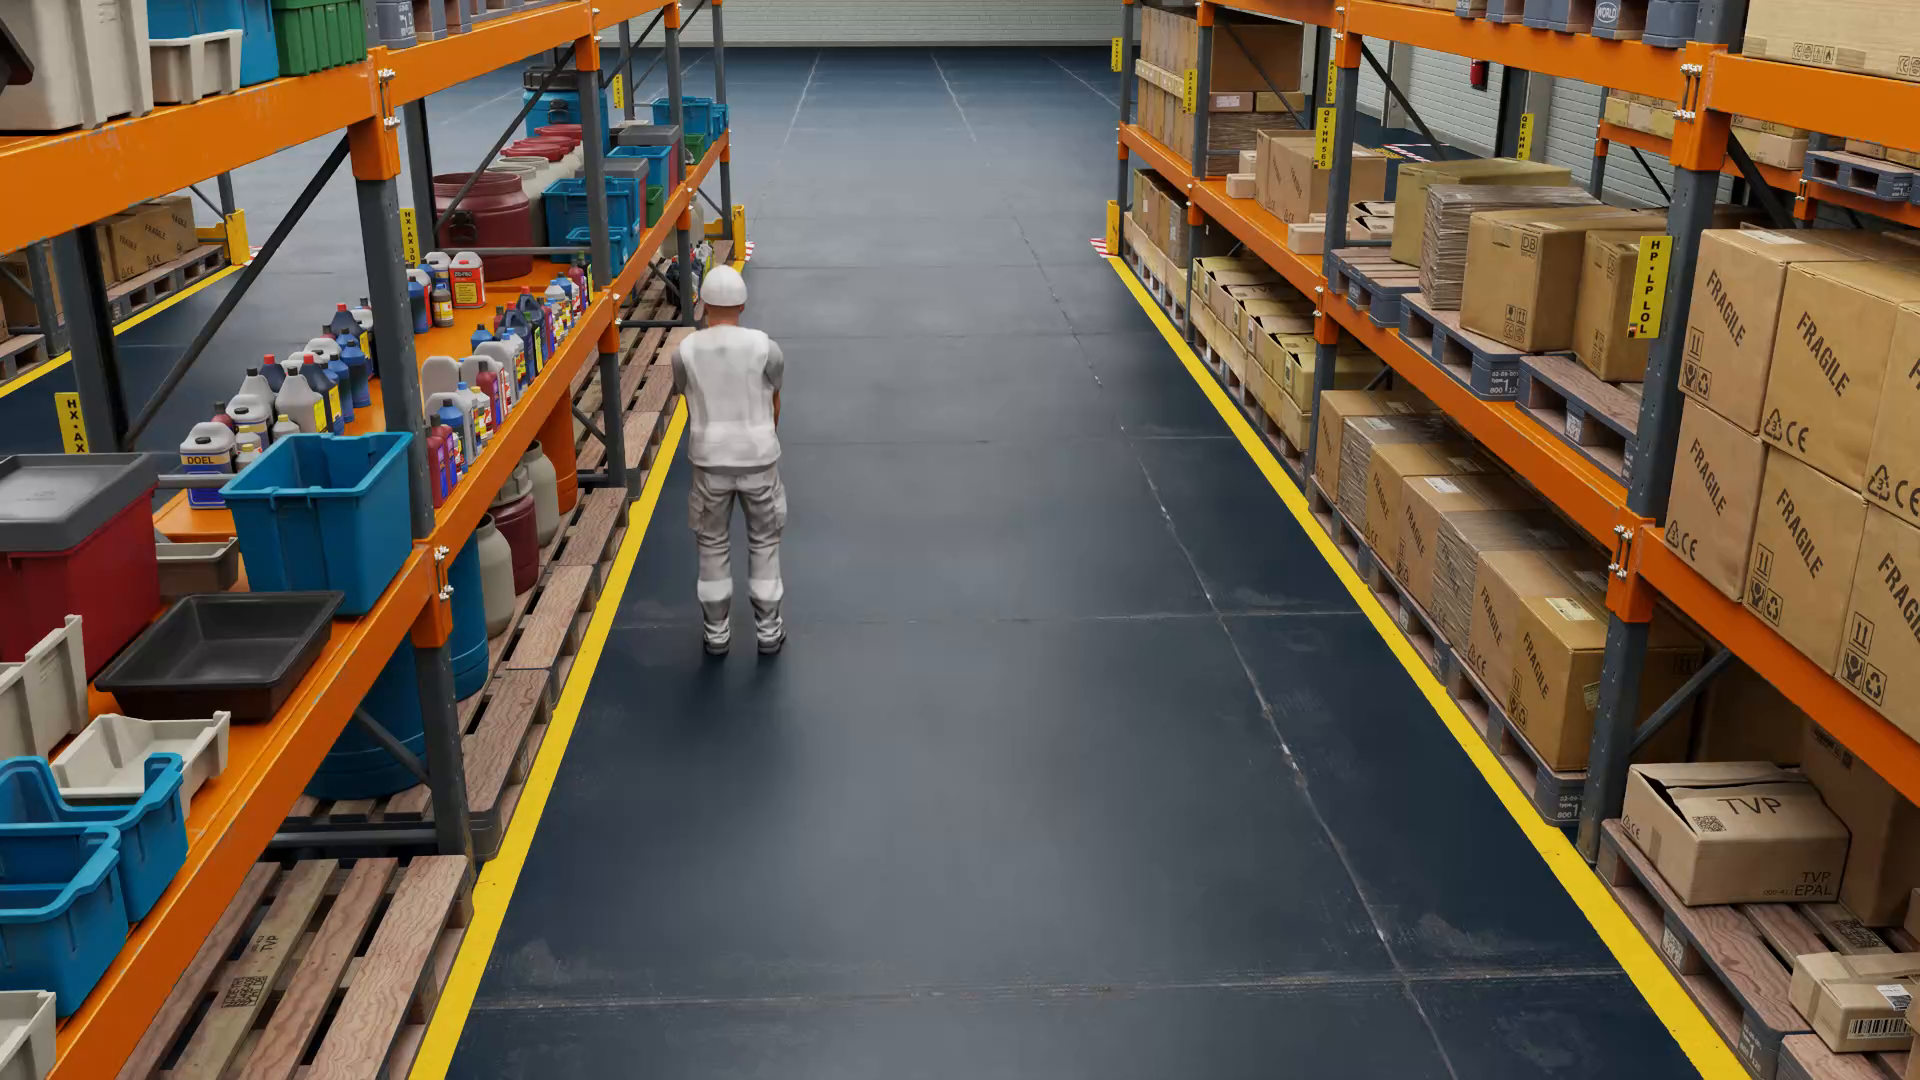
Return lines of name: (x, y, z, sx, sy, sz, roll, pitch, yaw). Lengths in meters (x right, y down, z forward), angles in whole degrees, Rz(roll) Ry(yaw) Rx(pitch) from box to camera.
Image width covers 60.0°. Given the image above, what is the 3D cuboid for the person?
person: (-1.031, -0.376, 7.567, 0.495, 1.784, 0.560, -1, 20, -4)
